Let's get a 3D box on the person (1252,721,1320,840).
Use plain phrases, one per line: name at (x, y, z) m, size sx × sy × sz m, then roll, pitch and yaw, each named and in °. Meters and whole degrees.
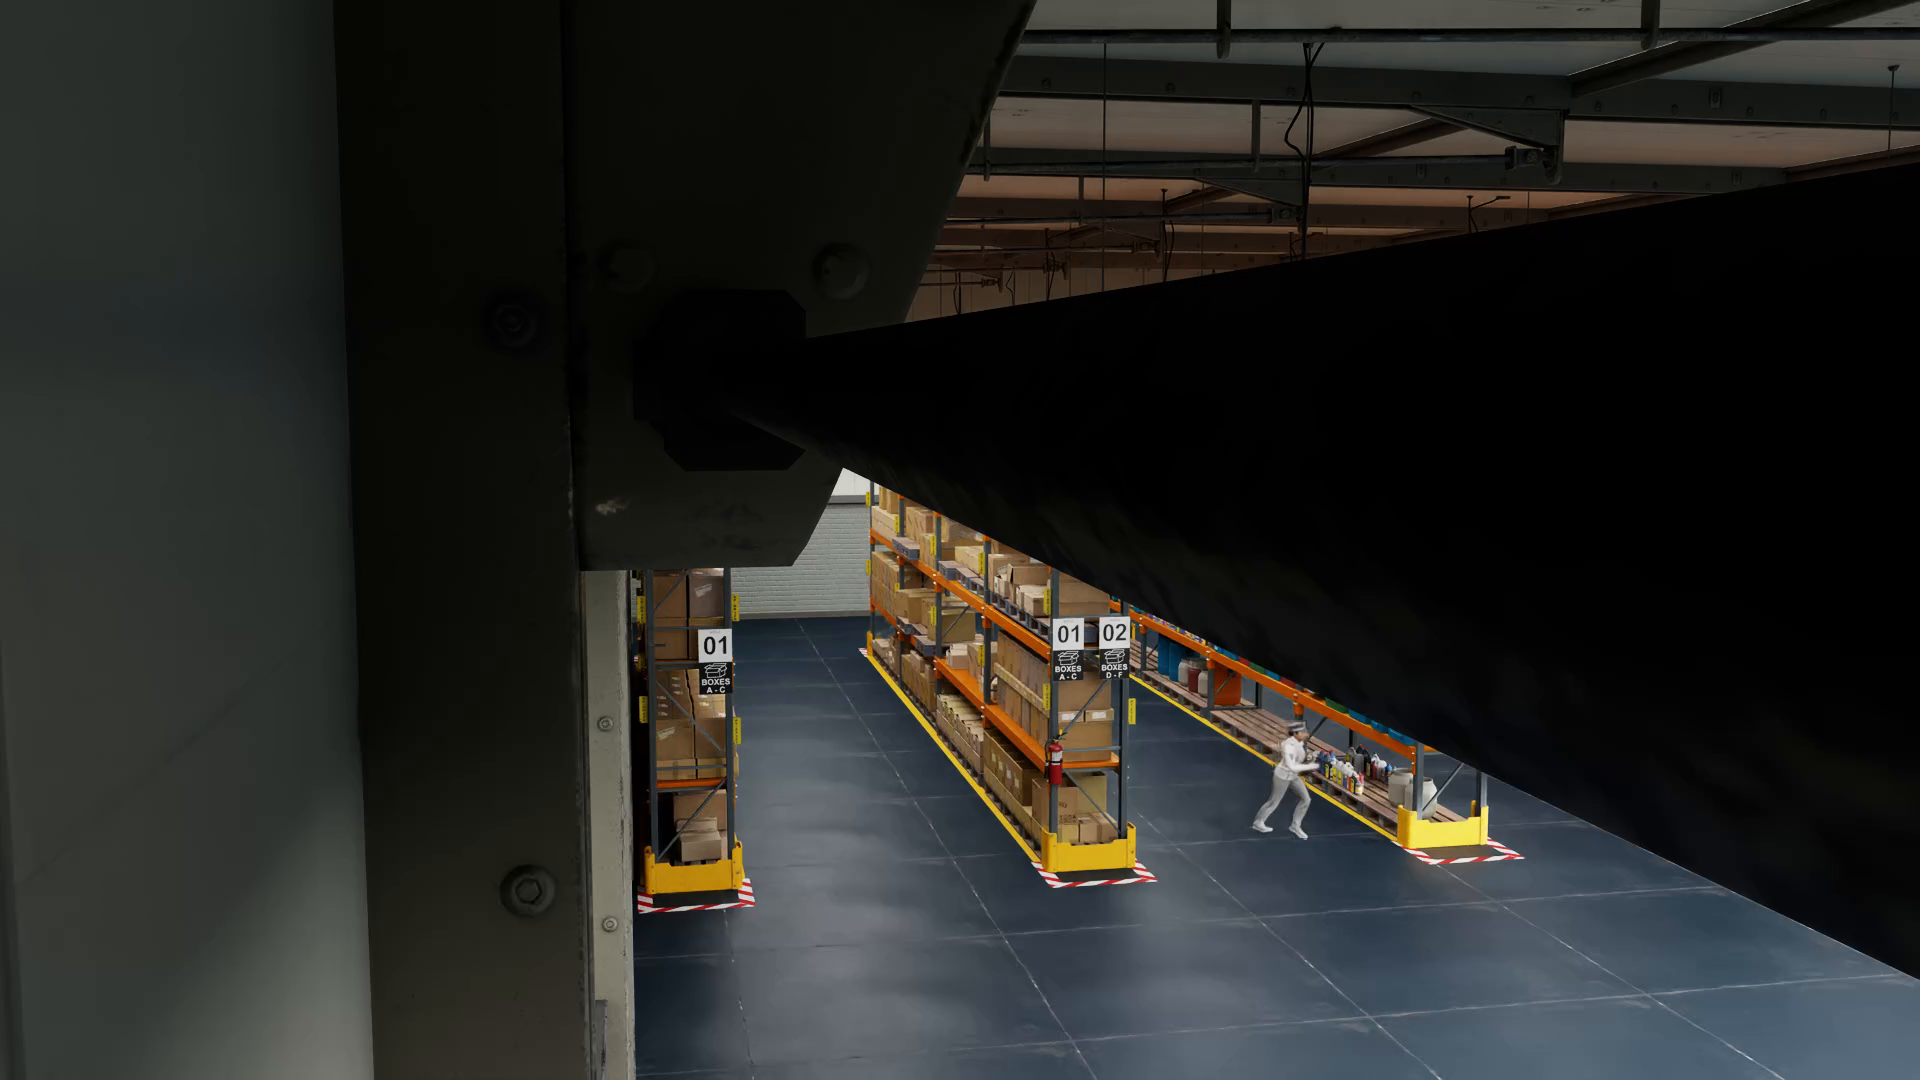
person at (4.384, 3.203, 22.255) m, size 0.945 × 1.652 × 0.602 m, roll 4°, pitch 7°, yaw 35°
